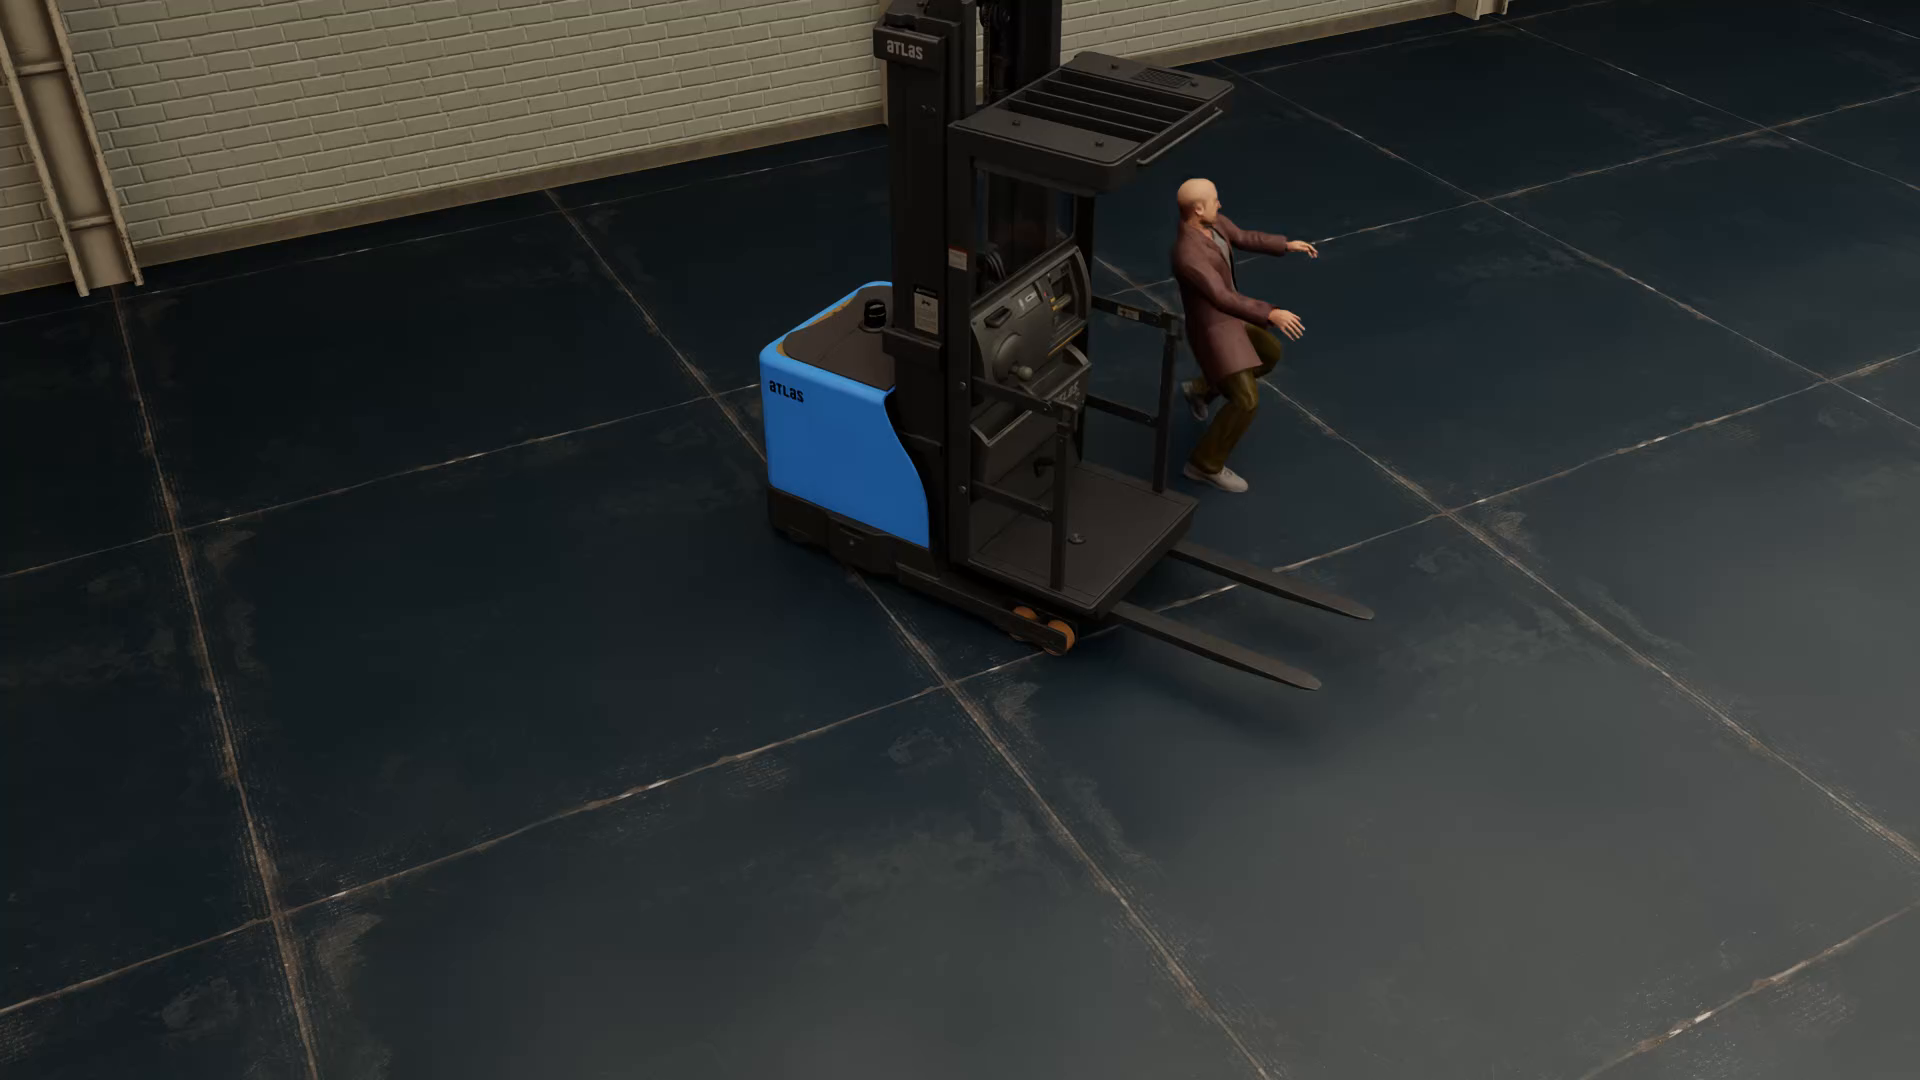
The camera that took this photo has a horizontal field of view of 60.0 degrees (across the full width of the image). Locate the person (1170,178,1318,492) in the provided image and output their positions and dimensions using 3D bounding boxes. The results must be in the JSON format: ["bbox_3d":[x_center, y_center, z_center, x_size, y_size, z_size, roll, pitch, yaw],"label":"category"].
[{"bbox_3d":[1.474,-1.109,8.857,0.767,1.622,0.913,10,36,14],"label":"person"}]

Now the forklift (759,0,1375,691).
[{"bbox_3d":[0.506,-1.000,7.537,3.031,2.935,1.130,21,40,27],"label":"forklift"}]
